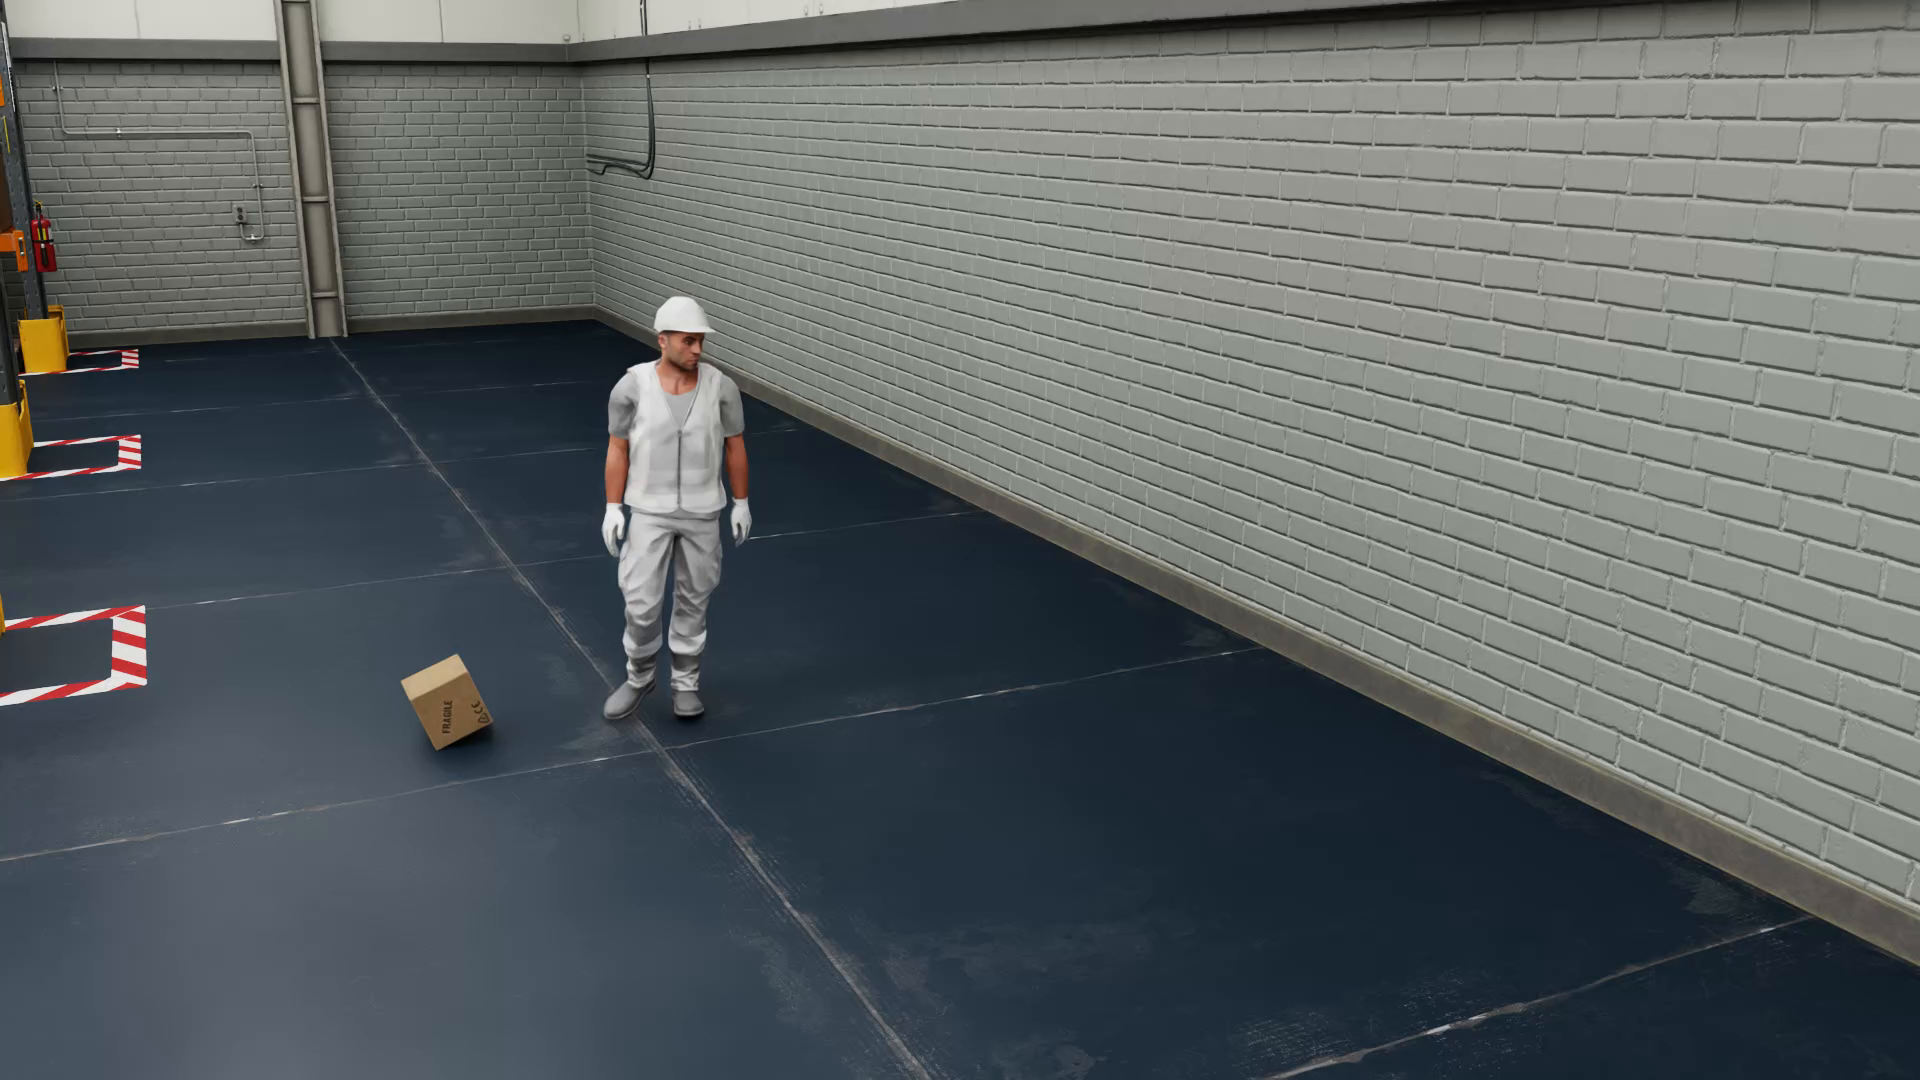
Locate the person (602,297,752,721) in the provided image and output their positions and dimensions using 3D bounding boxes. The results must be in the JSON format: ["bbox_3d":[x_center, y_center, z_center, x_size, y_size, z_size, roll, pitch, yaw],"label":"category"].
[{"bbox_3d":[-1.174,-0.113,6.817,0.658,1.772,0.451,-5,16,-17],"label":"person"}]
